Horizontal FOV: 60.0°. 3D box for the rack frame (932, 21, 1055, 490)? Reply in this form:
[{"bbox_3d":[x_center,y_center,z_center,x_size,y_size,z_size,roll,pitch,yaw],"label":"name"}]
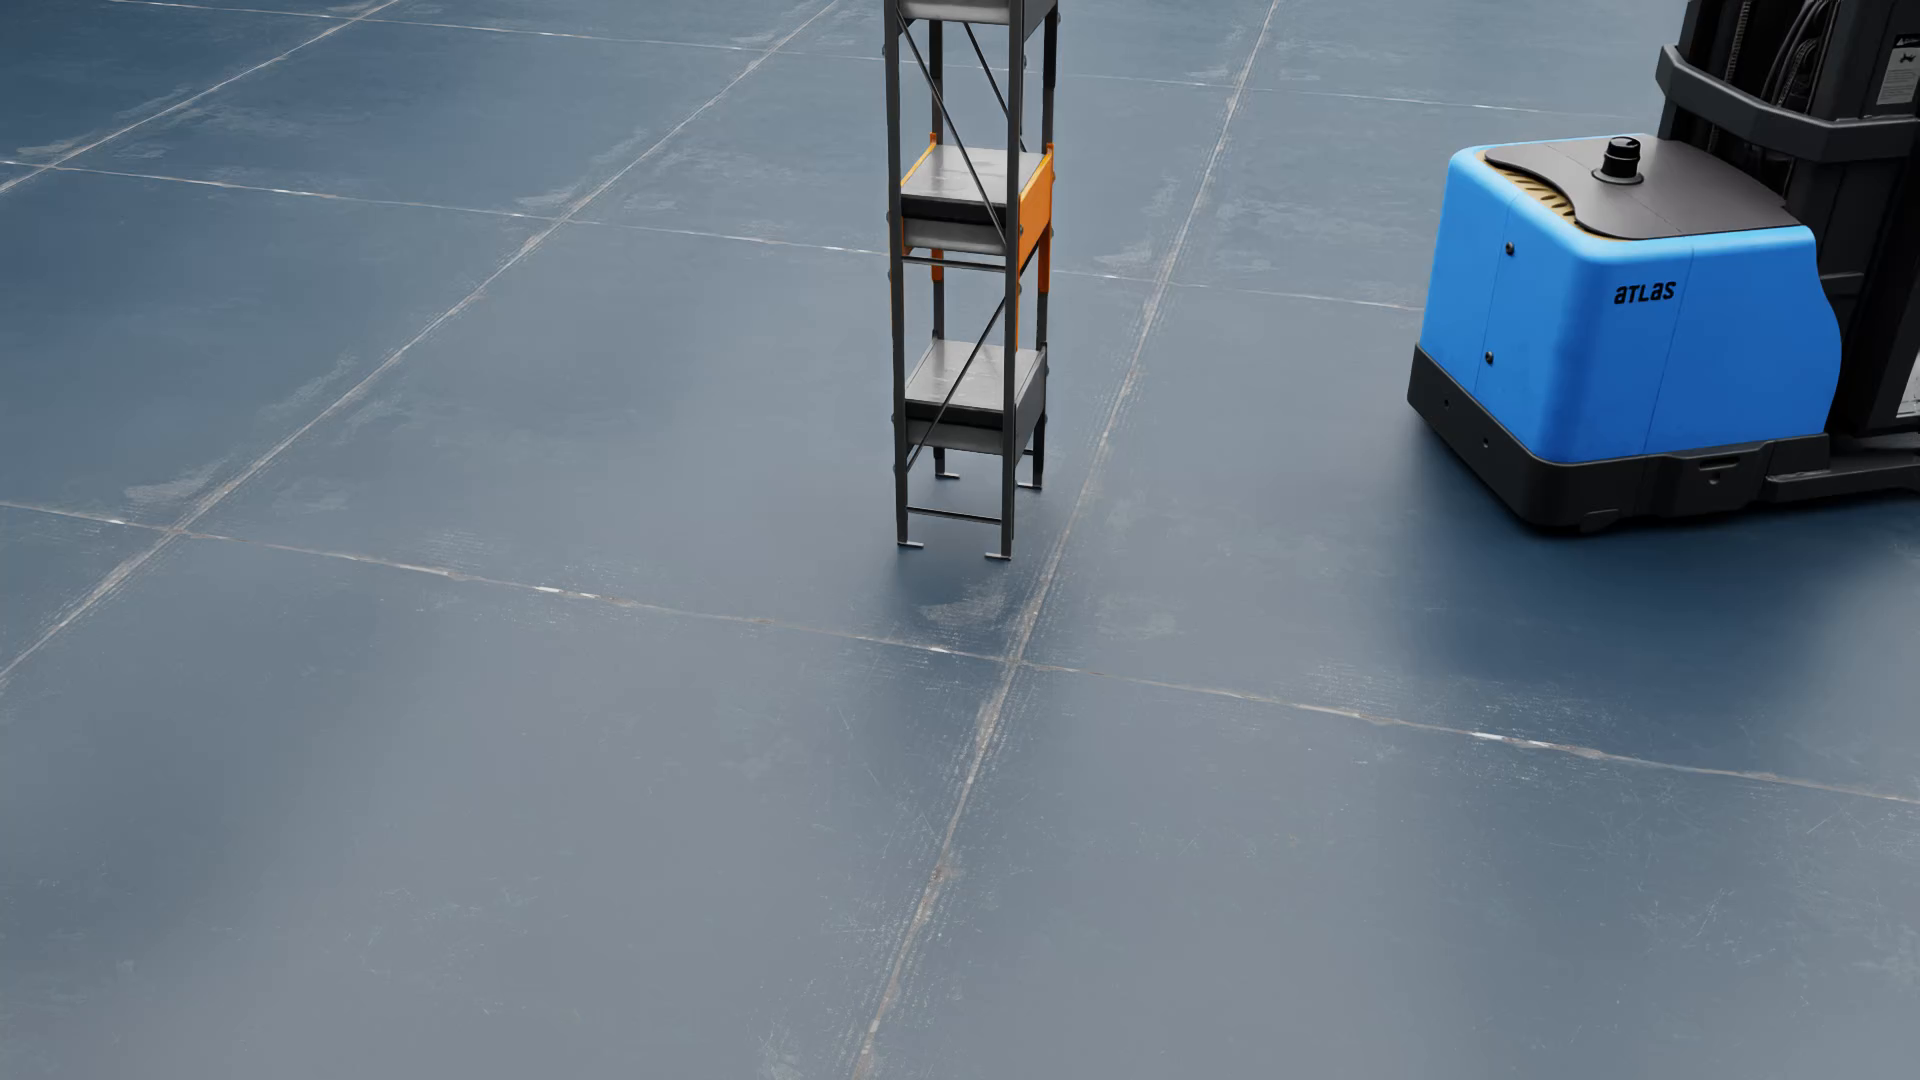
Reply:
[{"bbox_3d":[0.104,-1.099,5.521,0.400,2.100,0.015,8,33,12],"label":"rack frame"}]

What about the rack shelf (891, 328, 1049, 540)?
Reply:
[{"bbox_3d":[0.042,-0.370,5.705,0.431,0.518,0.480,8,33,12],"label":"rack shelf"}]

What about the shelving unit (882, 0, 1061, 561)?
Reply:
[{"bbox_3d":[0.042,-0.972,5.322,0.431,2.100,0.503,8,33,12],"label":"shelving unit"}]

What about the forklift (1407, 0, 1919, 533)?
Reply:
[{"bbox_3d":[3.311,-1.664,5.635,3.031,2.935,1.130,-7,33,-11],"label":"forklift"}]

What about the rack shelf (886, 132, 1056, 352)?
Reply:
[{"bbox_3d":[0.042,-0.960,5.329,0.431,0.518,0.480,8,33,12],"label":"rack shelf"}]

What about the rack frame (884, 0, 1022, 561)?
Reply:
[{"bbox_3d":[-0.020,-0.845,5.123,0.400,2.100,0.015,8,33,12],"label":"rack frame"}]

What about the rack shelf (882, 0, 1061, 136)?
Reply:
[{"bbox_3d":[0.042,-1.551,4.954,0.431,0.518,0.480,8,33,12],"label":"rack shelf"}]
